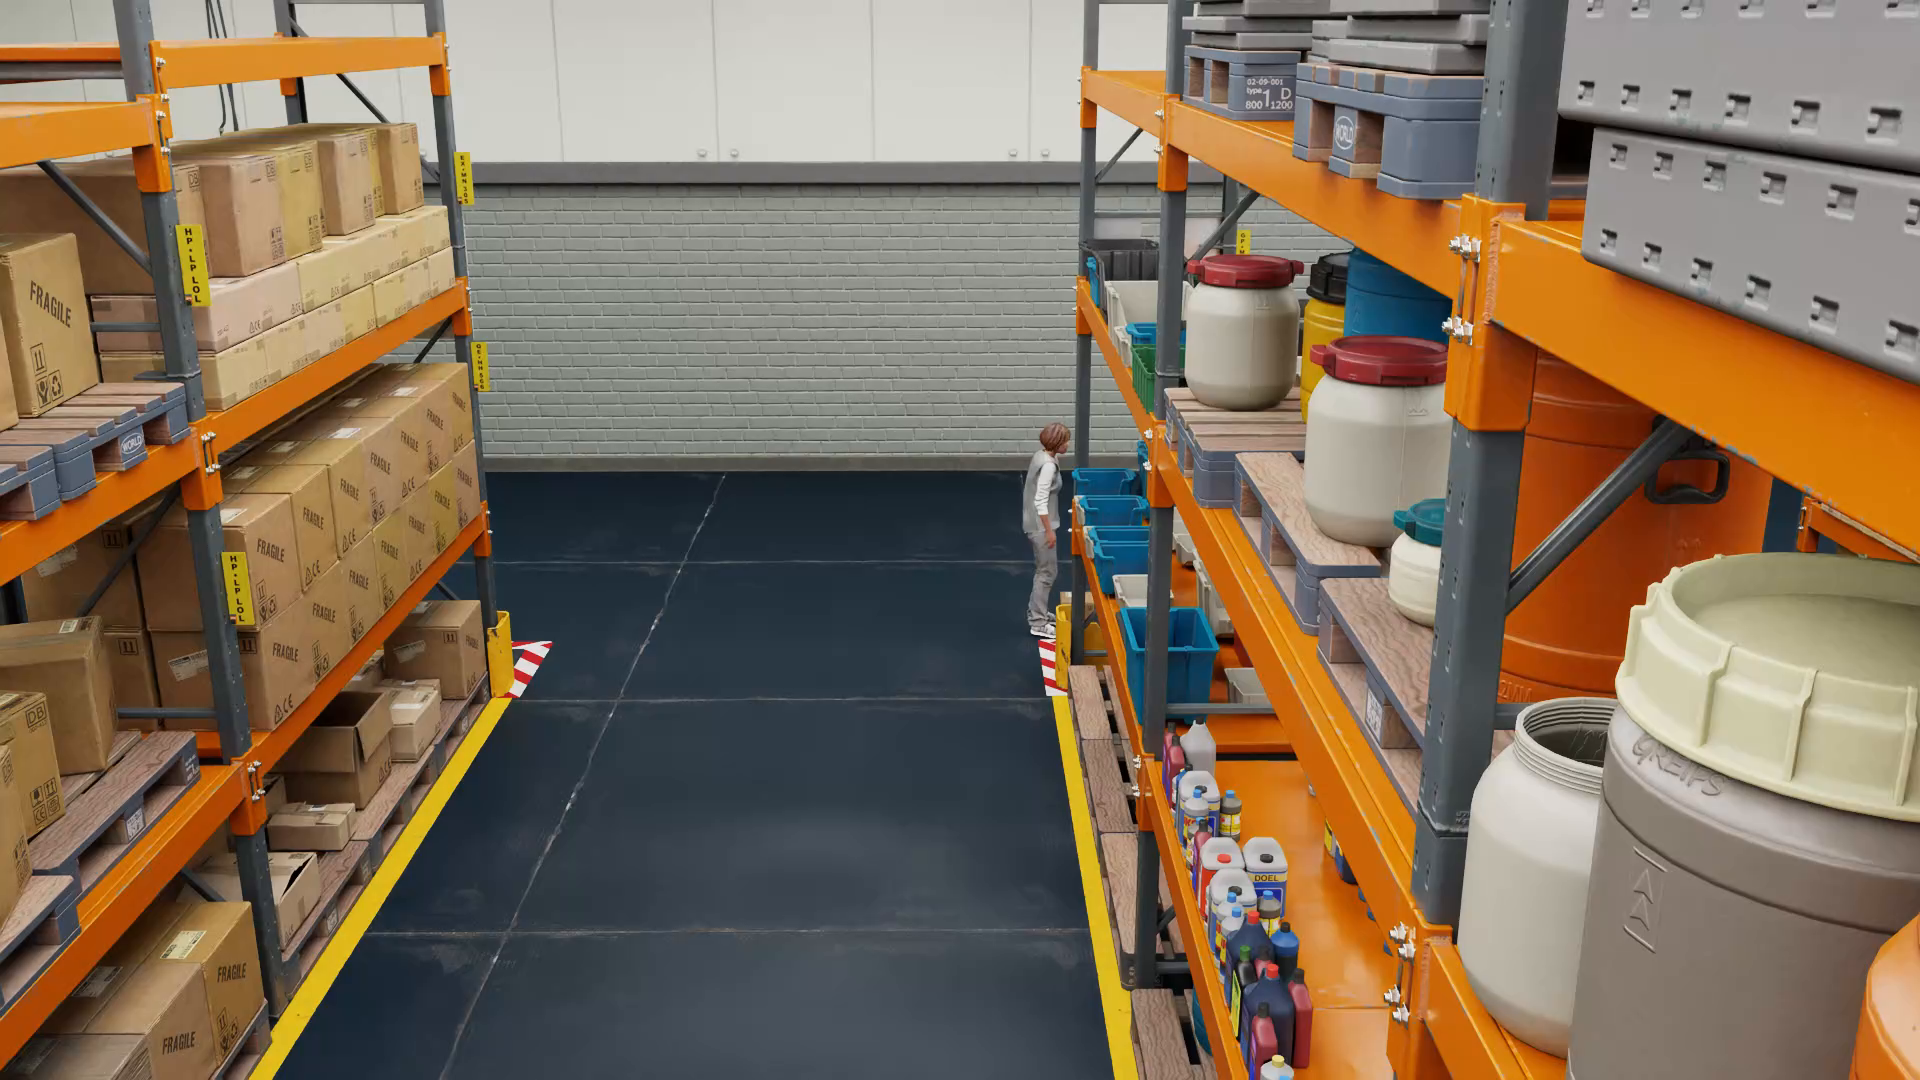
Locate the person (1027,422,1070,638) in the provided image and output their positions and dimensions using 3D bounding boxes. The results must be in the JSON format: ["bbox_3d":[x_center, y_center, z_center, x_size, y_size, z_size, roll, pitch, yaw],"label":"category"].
[{"bbox_3d":[0.649,-0.089,12.351,0.314,1.593,0.453,1,17,3],"label":"person"}]
